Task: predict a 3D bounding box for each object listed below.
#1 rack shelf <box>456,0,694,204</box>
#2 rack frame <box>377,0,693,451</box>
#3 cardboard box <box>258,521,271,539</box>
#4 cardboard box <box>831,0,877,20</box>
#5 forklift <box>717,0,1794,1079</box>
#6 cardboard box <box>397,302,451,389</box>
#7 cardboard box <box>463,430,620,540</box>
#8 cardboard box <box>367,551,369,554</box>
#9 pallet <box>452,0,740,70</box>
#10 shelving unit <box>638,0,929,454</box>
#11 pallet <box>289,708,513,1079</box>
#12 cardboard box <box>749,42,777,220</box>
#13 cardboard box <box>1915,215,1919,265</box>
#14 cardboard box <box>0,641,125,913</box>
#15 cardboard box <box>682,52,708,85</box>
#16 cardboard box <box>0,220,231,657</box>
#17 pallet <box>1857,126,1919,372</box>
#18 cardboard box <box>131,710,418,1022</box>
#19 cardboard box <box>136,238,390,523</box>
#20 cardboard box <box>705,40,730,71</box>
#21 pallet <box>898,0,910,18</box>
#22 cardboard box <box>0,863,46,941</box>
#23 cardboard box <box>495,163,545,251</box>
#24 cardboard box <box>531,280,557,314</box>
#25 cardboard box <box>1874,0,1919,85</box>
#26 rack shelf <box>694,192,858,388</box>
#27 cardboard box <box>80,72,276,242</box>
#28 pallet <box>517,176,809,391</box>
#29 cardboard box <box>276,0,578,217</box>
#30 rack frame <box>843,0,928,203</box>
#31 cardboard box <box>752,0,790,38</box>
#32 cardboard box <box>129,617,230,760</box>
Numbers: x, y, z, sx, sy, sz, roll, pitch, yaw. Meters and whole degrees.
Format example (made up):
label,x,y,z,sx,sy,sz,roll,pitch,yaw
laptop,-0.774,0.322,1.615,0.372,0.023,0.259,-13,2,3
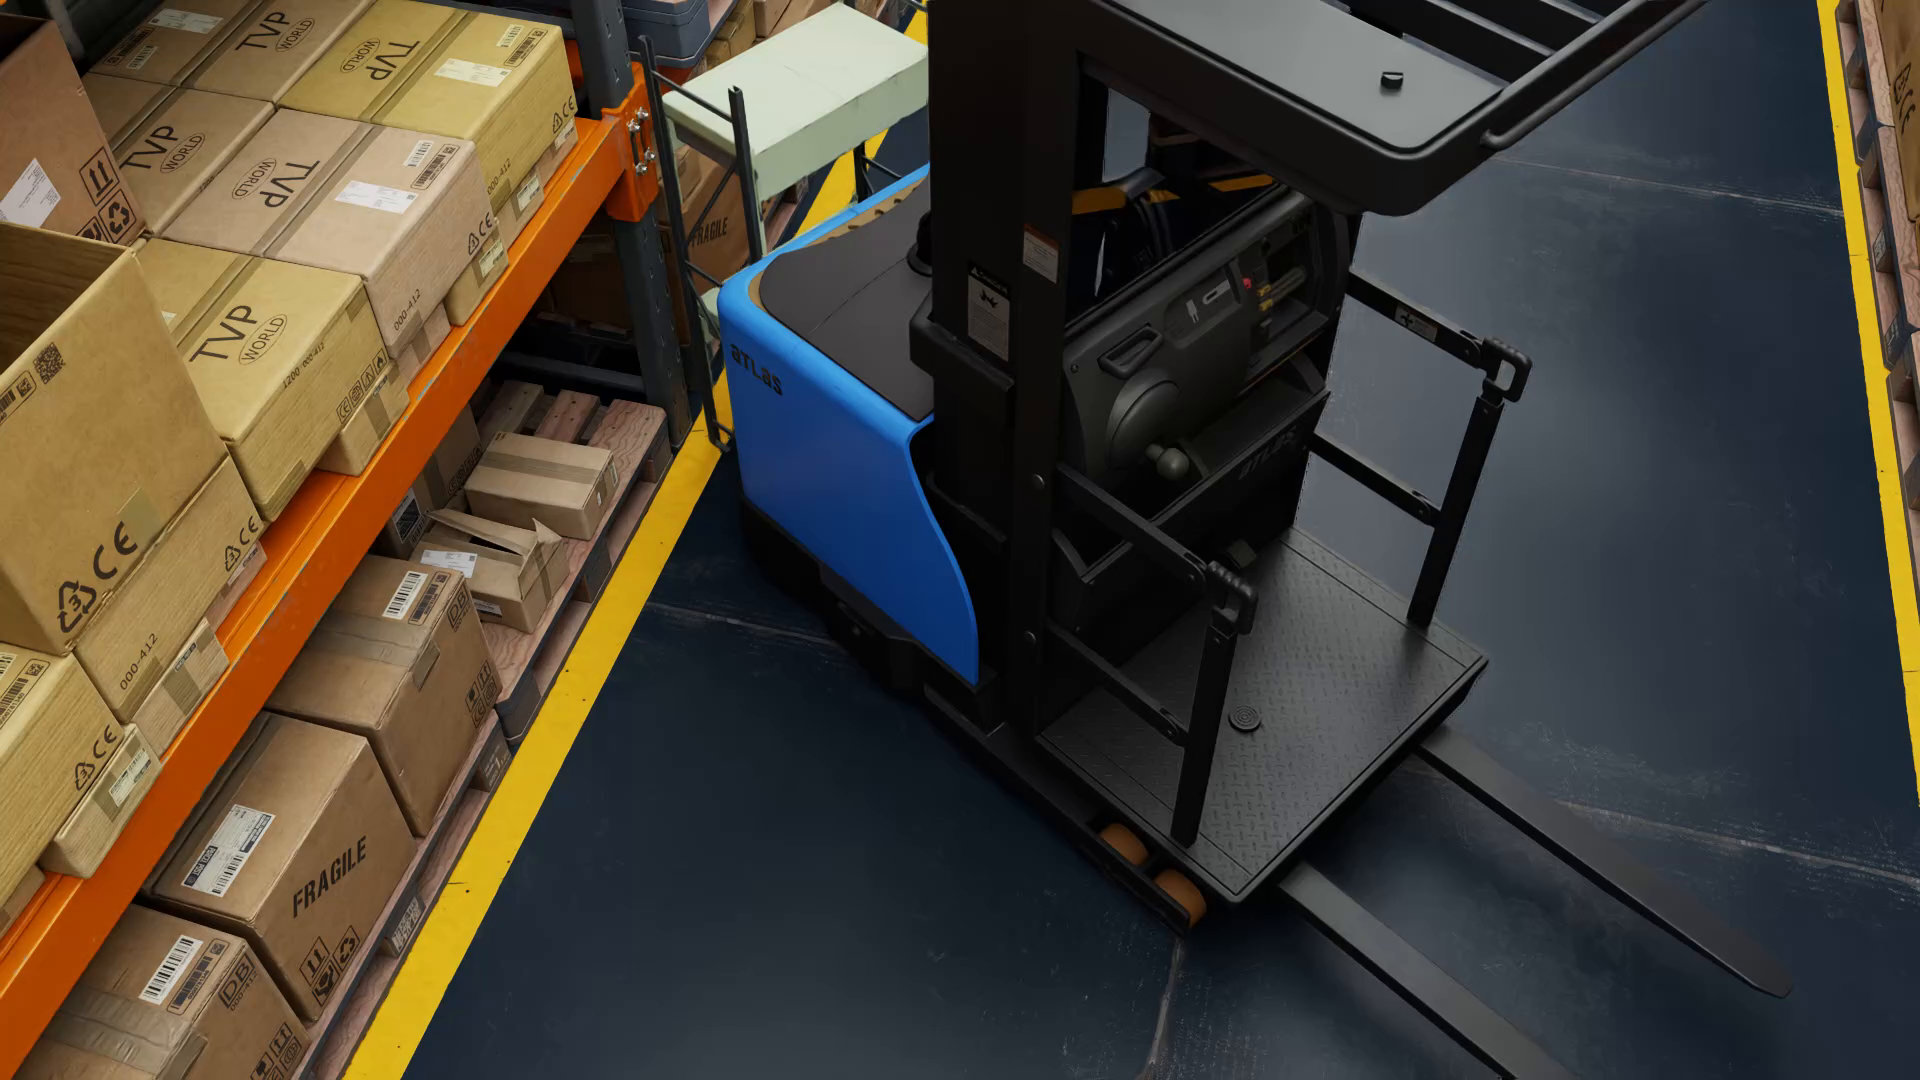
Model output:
label,x,y,z,sx,sy,sz,roll,pitch,yaw
rack shelf,-0.869,-2.641,6.060,1.077,0.370,4.000,12,50,10
rack frame,-1.395,-1.432,4.513,1.000,3.000,0.127,12,50,10
cardboard box,-1.640,-0.144,3.544,0.380,0.149,0.250,12,50,11
cardboard box,-0.642,-2.170,6.552,0.500,0.500,0.500,10,49,9
forklift,0.721,-0.393,3.642,1.130,2.935,3.031,-36,58,-27
cardboard box,-1.424,-0.499,3.857,0.380,0.149,0.250,13,50,11
cardboard box,-1.259,-0.167,5.018,0.380,0.149,0.250,10,49,9
cardboard box,-1.911,0.117,4.767,0.380,0.149,0.250,11,49,10
pallet,-1.080,-1.925,5.076,1.003,0.211,1.213,12,50,10
shelving unit,-0.442,-0.938,5.070,0.431,1.500,0.755,35,57,28
pallet,-1.896,0.873,4.339,1.003,0.211,1.213,12,50,10
cardboard box,-0.920,-1.436,5.904,0.500,0.500,0.500,11,49,10
cardboard box,3.710,-1.010,5.278,0.875,0.875,0.875,13,50,11
cardboard box,-1.806,0.406,2.793,0.500,0.250,0.500,11,49,9
cardboard box,-1.022,-1.461,5.295,0.380,0.149,0.250,9,49,8
cardboard box,-1.674,-0.196,2.824,0.500,0.500,0.500,13,50,11
pallet,3.844,-0.991,5.984,1.003,0.211,1.213,12,50,10
cardboard box,-1.698,0.753,3.972,0.500,0.500,0.500,12,50,11
cardboard box,-1.556,-0.341,3.452,0.500,0.250,0.500,11,50,10
cardboard box,-0.990,-1.569,5.588,0.380,0.149,0.250,9,49,8
pallet,-0.576,-2.870,7.642,1.003,0.211,1.213,12,50,10
cardboard box,-1.849,0.607,2.881,0.380,0.149,0.250,12,50,11
cardboard box,-1.283,-0.876,4.190,0.380,0.149,0.250,13,50,11
cardboard box,-1.552,-1.157,5.658,0.500,0.500,0.500,11,50,10
cardboard box,4.185,-2.301,6.417,0.875,0.875,0.875,11,50,10
rack shelf,-0.437,-0.718,5.311,0.431,0.370,0.720,35,57,28
cardboard box,-1.912,-0.812,3.867,0.500,0.250,0.500,11,50,10
pallet,-1.218,-1.105,6.085,1.003,0.211,1.213,12,50,10
cardboard box,-1.294,-1.064,4.090,0.500,0.250,0.500,13,50,11
rack frame,-0.190,-1.136,5.245,0.400,1.500,0.023,35,57,28
cardboard box,-0.829,-1.943,5.919,0.380,0.149,0.250,11,50,10
cardboard box,-1.660,0.244,3.201,0.380,0.149,0.250,13,50,11
